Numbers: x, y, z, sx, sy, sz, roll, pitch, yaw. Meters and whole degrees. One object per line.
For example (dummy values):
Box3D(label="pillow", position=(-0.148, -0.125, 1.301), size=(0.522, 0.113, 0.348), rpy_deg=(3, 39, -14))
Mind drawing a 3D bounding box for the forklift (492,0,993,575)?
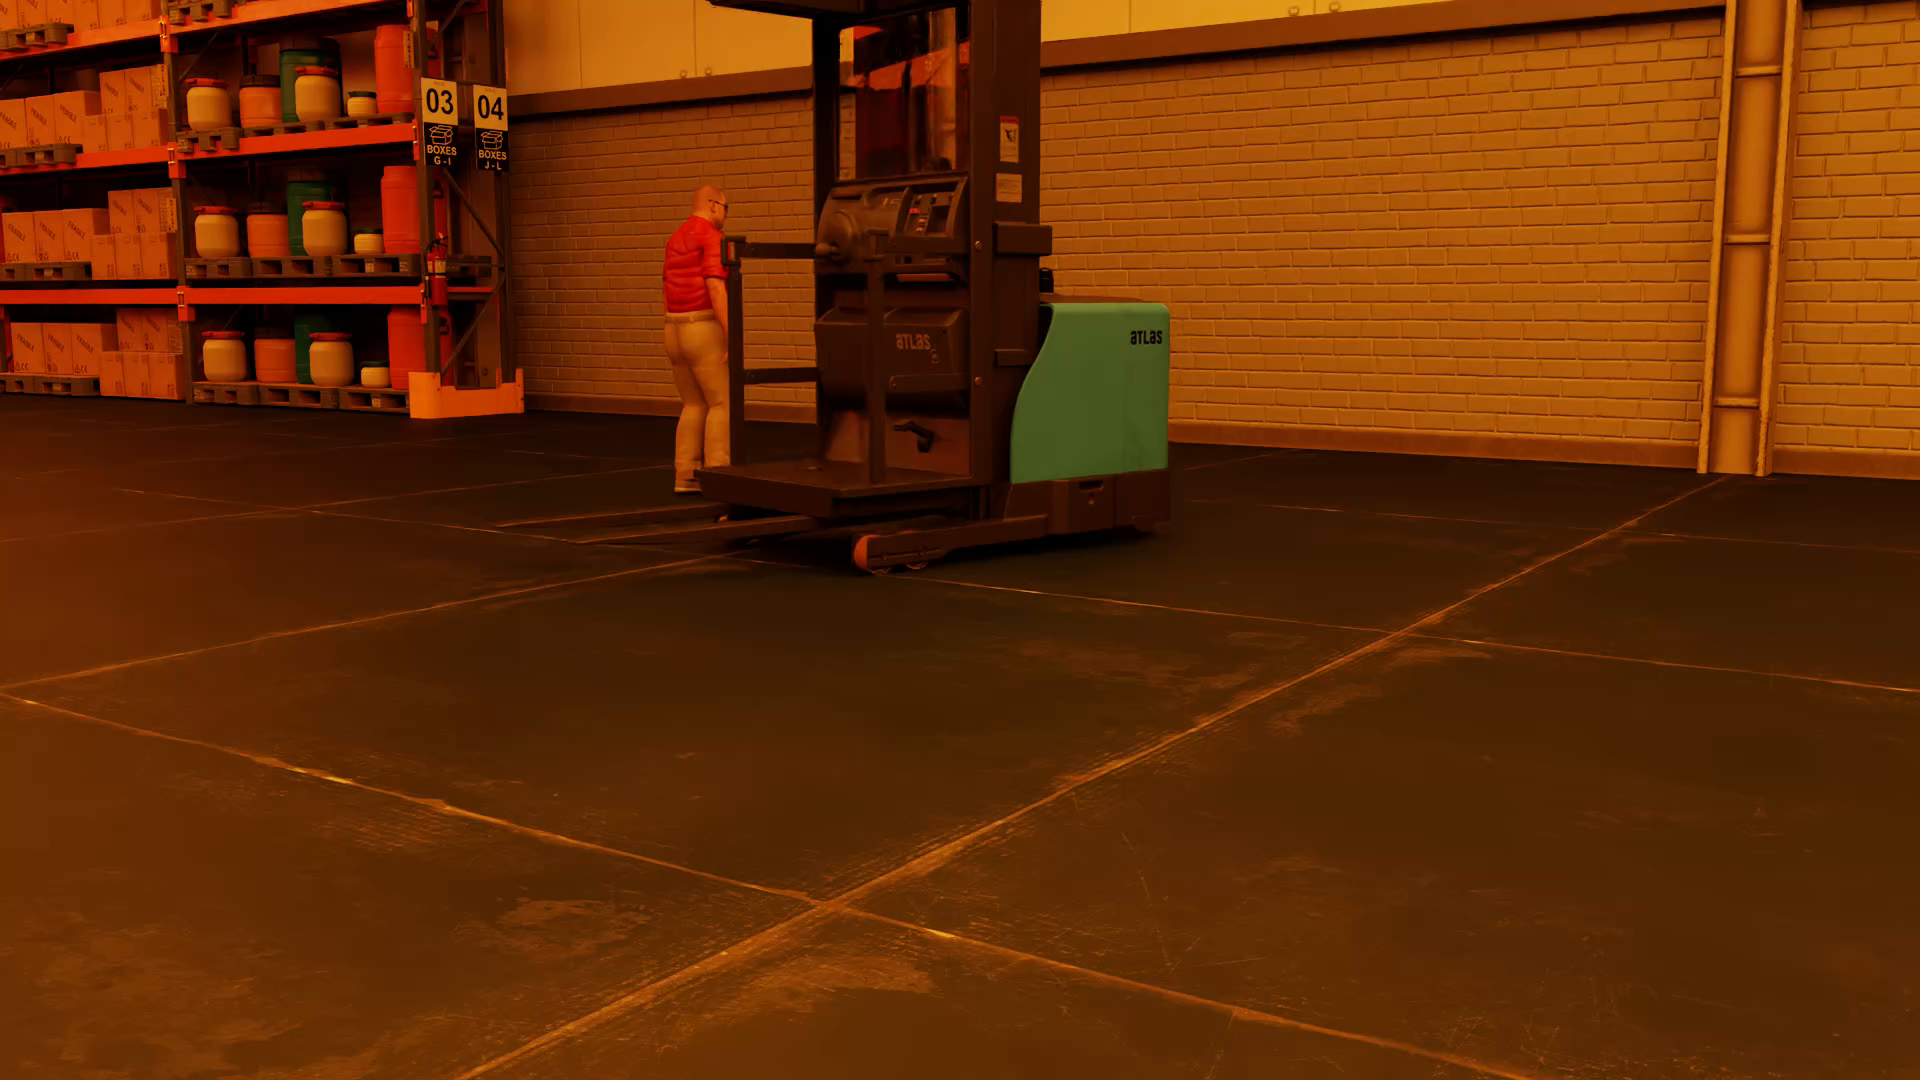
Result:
Box3D(label="forklift", position=(-0.508, -1.355, 6.949), size=(2.884, 2.867, 1.101), rpy_deg=(-7, 11, -41))
